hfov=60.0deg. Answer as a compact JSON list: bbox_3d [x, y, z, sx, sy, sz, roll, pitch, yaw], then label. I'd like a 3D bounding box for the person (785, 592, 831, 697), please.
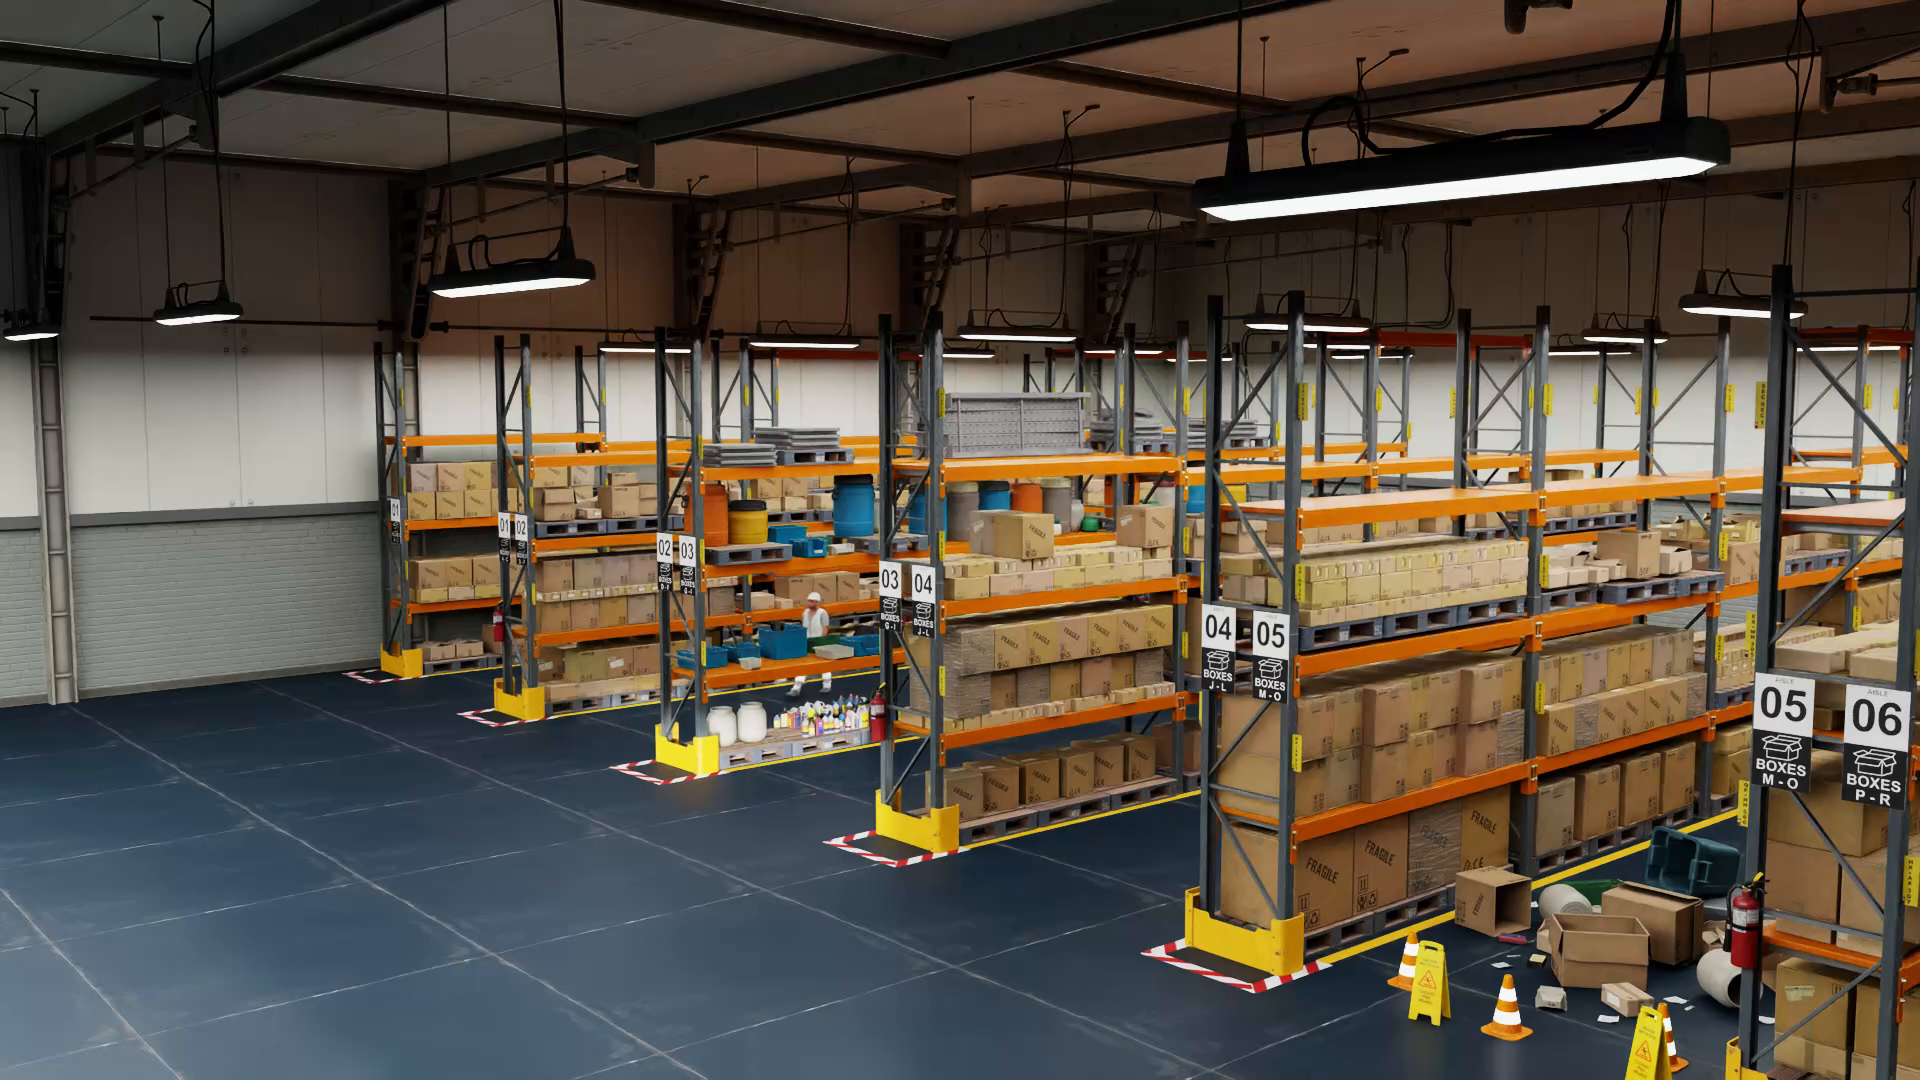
[{"bbox_3d":[-2.474,1.742,27.769,0.559,1.729,1.040,2,6,20],"label":"person"}]
